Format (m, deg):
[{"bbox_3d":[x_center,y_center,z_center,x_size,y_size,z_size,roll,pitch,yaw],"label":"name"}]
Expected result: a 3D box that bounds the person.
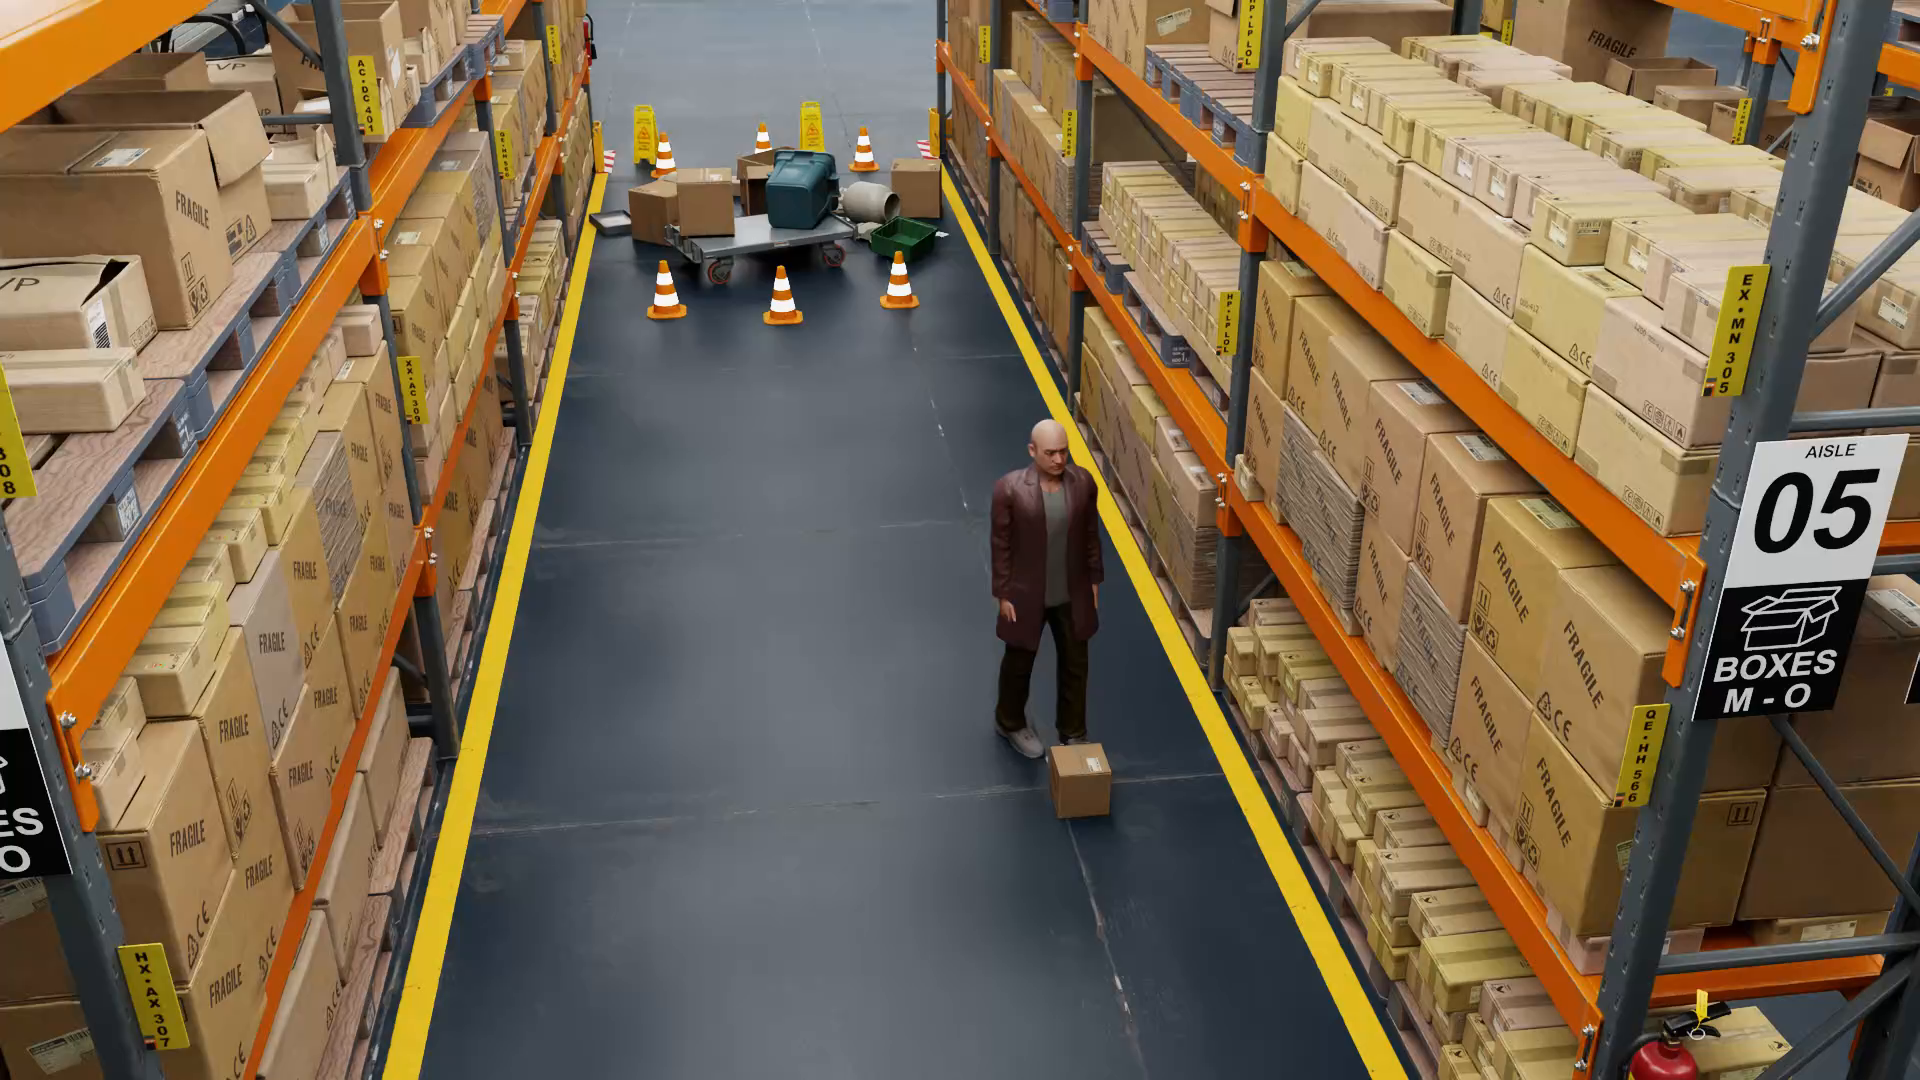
[{"bbox_3d":[0.449,0.271,8.111,0.579,1.793,0.512,-8,28,-15],"label":"person"}]
